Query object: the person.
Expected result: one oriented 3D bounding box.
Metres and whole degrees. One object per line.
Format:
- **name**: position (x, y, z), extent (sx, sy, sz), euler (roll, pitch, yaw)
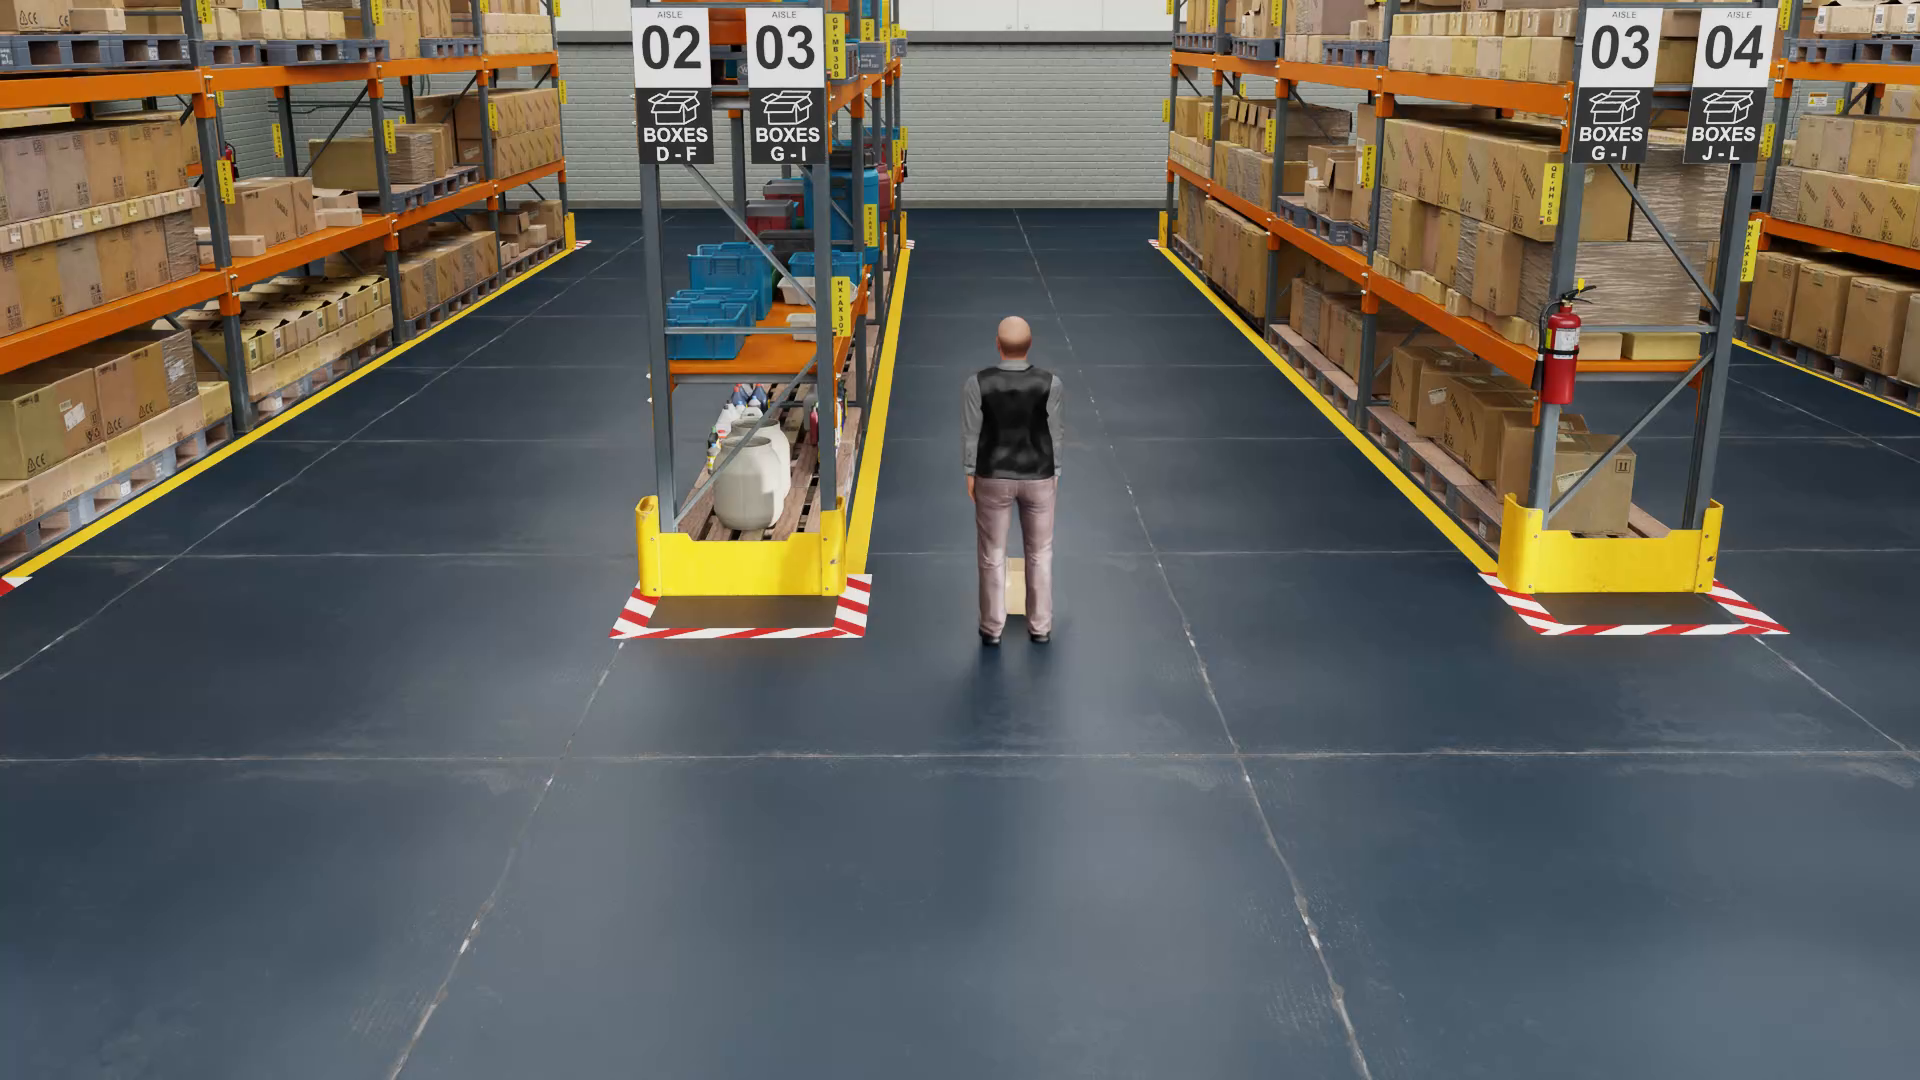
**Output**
- **person**: position (0.268, -0.306, 8.600), extent (0.530, 1.716, 0.359), euler (0, 17, 0)
